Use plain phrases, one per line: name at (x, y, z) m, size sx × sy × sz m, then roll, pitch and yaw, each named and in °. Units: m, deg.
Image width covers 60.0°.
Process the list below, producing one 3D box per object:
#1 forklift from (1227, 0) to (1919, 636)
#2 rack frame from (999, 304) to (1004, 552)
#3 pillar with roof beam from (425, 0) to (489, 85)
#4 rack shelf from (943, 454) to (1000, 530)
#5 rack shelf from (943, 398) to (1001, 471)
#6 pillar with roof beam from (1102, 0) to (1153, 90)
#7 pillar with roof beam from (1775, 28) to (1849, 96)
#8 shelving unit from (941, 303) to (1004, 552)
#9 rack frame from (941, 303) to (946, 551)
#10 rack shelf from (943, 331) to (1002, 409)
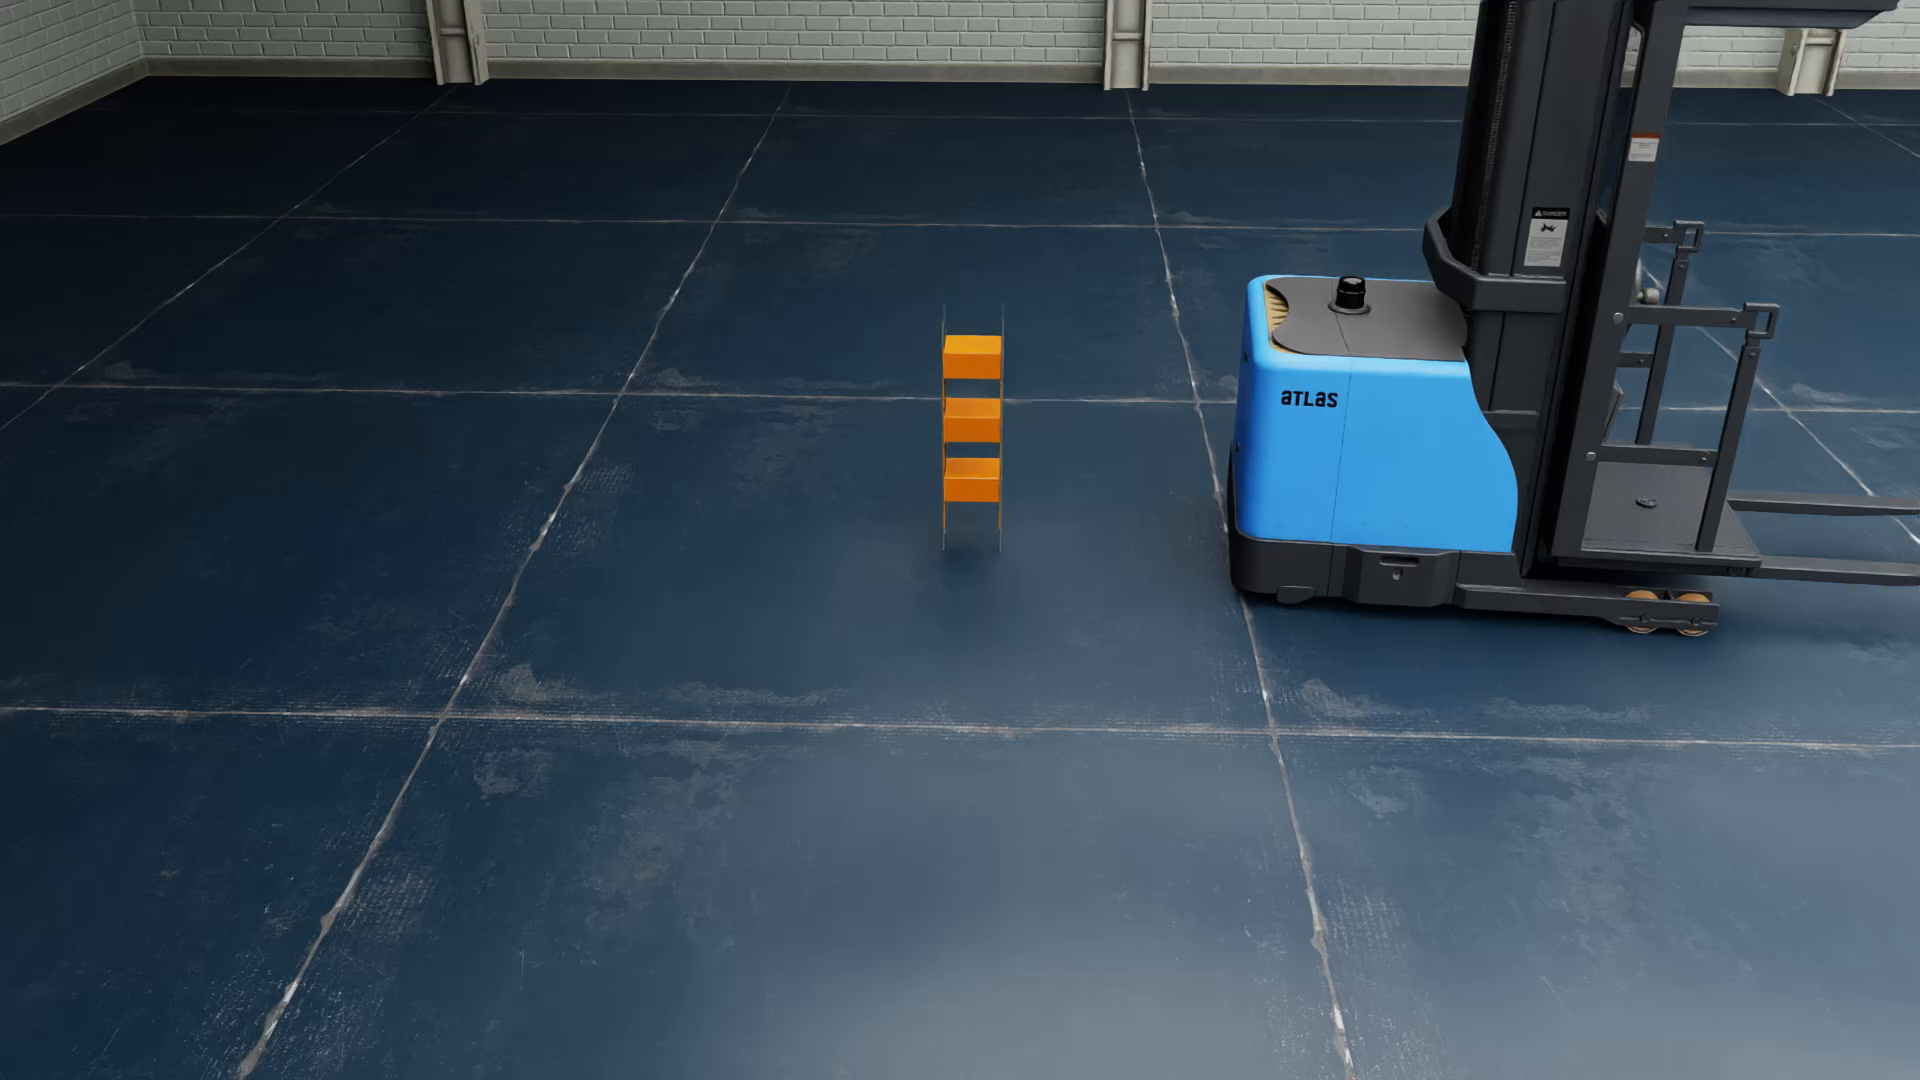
forklift at (2.661, -1.181, 6.348) m, size 3.031 × 2.935 × 1.130 m, roll 3°, pitch 28°, yaw 6°
rack frame at (0.175, -0.461, 6.999) m, size 0.008 × 1.050 × 0.200 m, roll 1°, pitch 28°, yaw 2°
pillar with roof beam at (-4.667, -6.135, 9.216) m, size 0.400 × 9.000 × 9.100 m, roll 1°, pitch 28°, yaw 2°
rack shelf at (0.053, -0.208, 7.138) m, size 0.240 × 0.259 × 0.215 m, roll 1°, pitch 28°, yaw 2°
rack shelf at (0.053, -0.454, 7.007) m, size 0.240 × 0.259 × 0.215 m, roll 1°, pitch 28°, yaw 2°
pillar with roof beam at (1.329, -6.036, 9.029) m, size 0.400 × 9.000 × 9.100 m, roll 1°, pitch 28°, yaw 2°
pillar with roof beam at (7.326, -5.937, 8.842) m, size 0.400 × 9.000 × 9.100 m, roll 1°, pitch 28°, yaw 2°
shelving unit at (0.053, -0.463, 7.002) m, size 0.252 × 1.050 × 0.215 m, roll 1°, pitch 28°, yaw 2°
rack frame at (-0.068, -0.465, 7.006) m, size 0.008 × 1.050 × 0.200 m, roll 1°, pitch 28°, yaw 2°
rack shelf at (0.053, -0.704, 6.874) m, size 0.240 × 0.259 × 0.215 m, roll 1°, pitch 28°, yaw 2°
